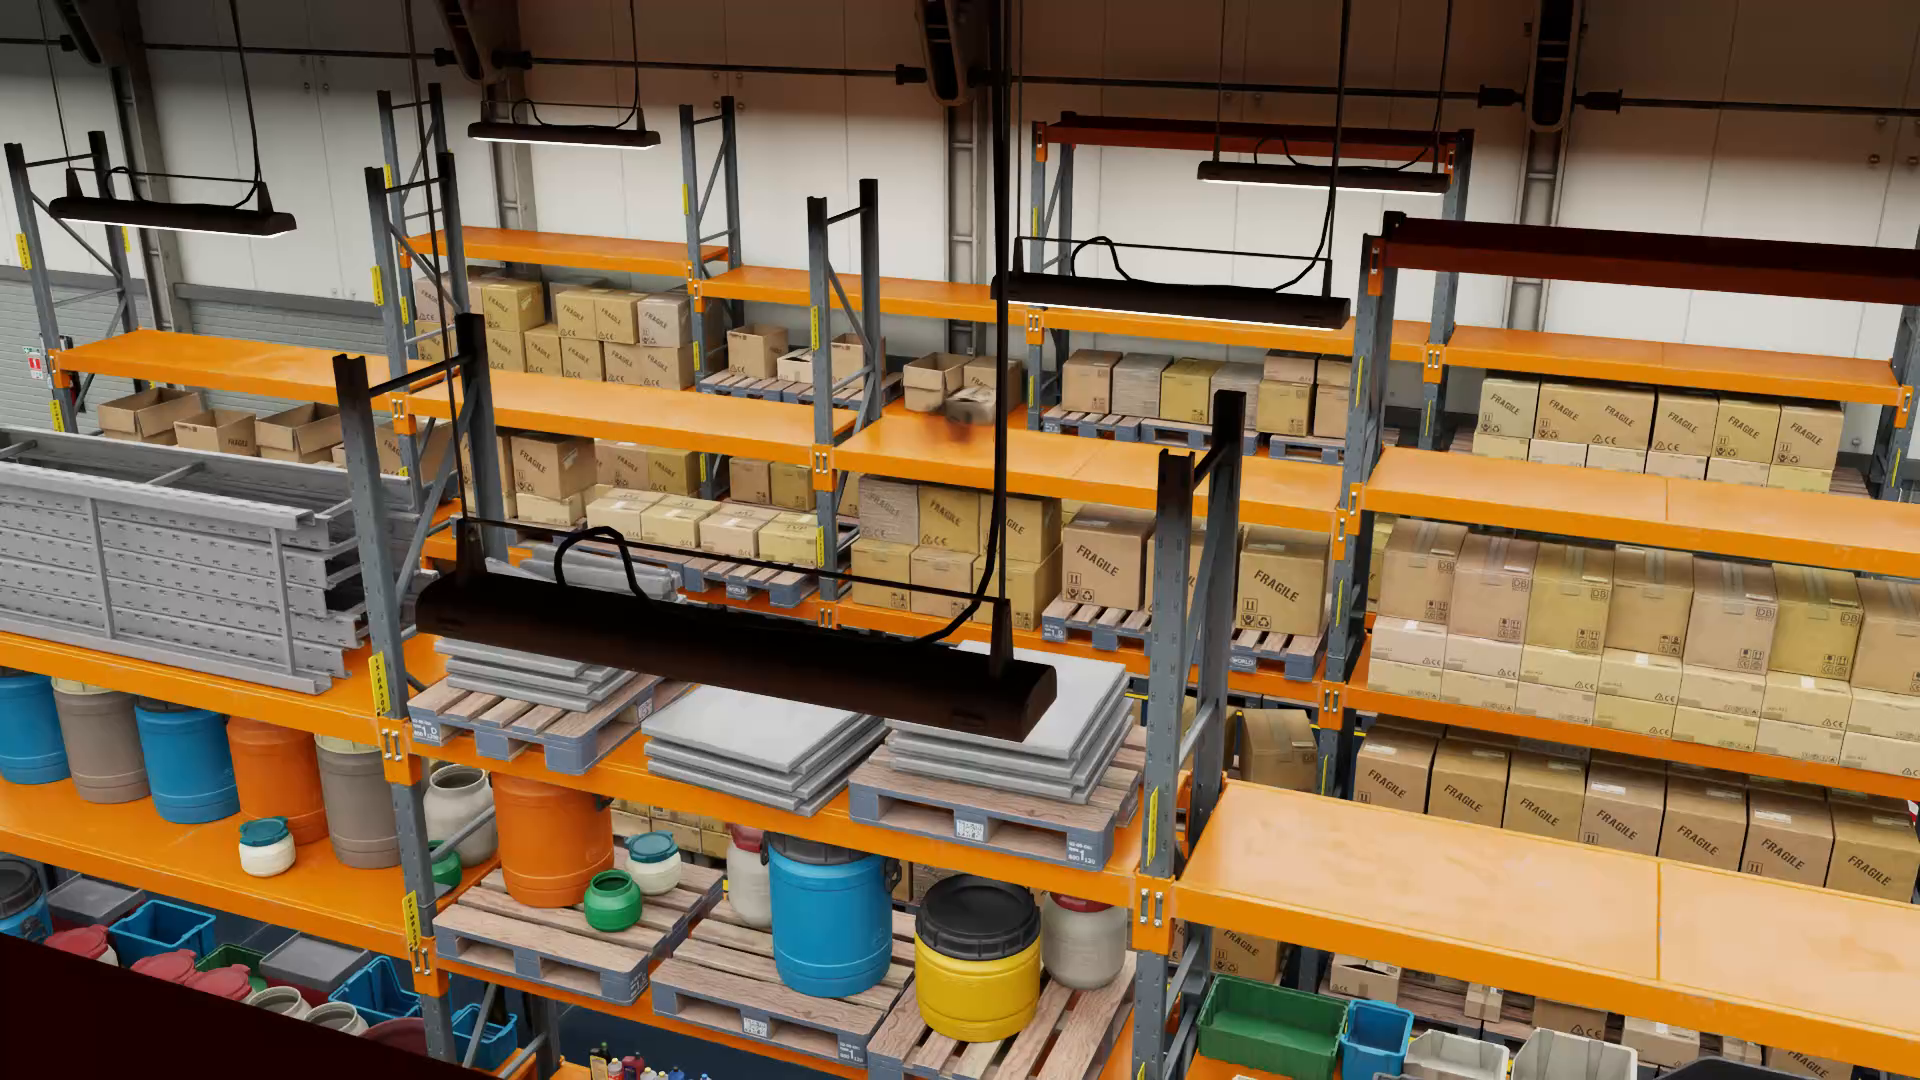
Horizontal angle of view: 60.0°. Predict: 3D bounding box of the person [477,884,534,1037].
[{"bbox_3d":[-3.360,2.871,12.334,0.615,1.787,0.401,1,21,2],"label":"person"}]
